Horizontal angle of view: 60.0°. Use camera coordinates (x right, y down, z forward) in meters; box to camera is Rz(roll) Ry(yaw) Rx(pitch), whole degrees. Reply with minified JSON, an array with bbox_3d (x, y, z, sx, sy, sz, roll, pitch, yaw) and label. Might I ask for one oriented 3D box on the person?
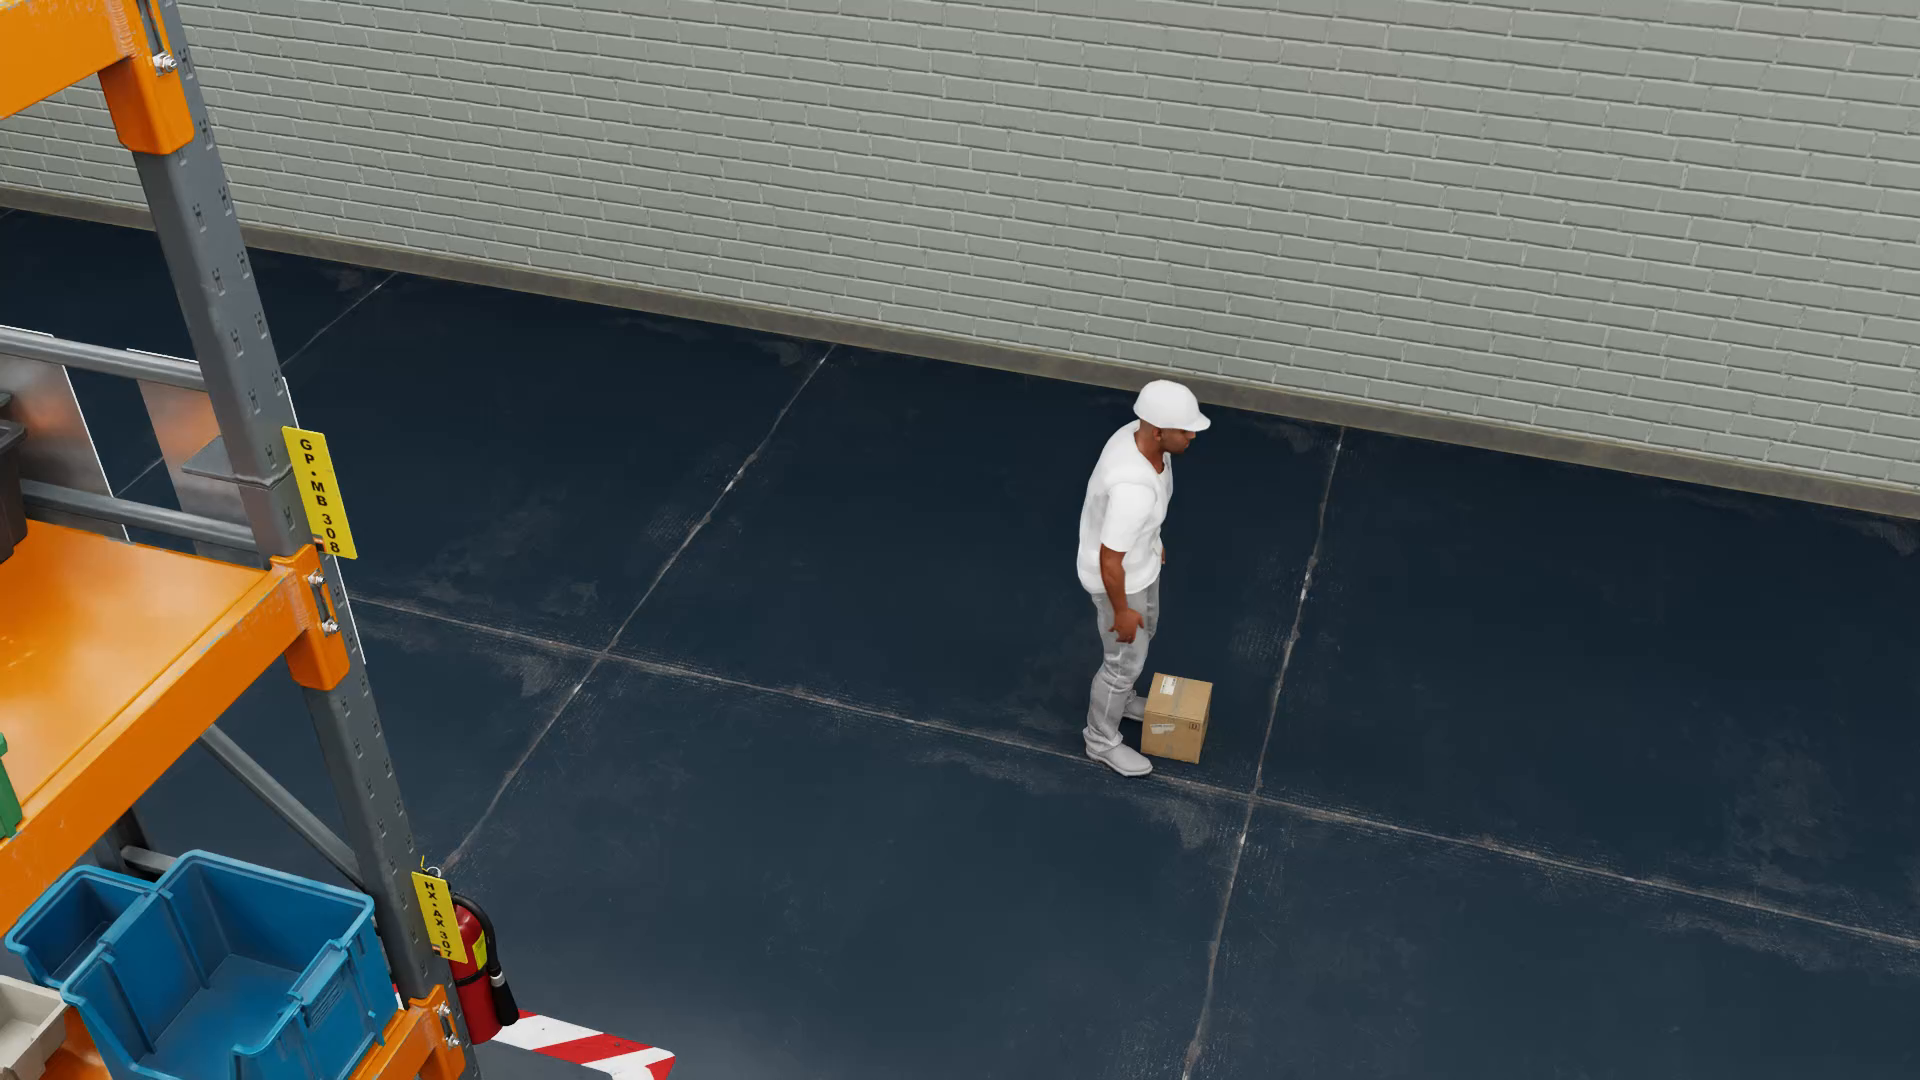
[{"bbox_3d":[0.710,0.125,6.710,0.463,1.760,0.631,10,38,13],"label":"person"}]
